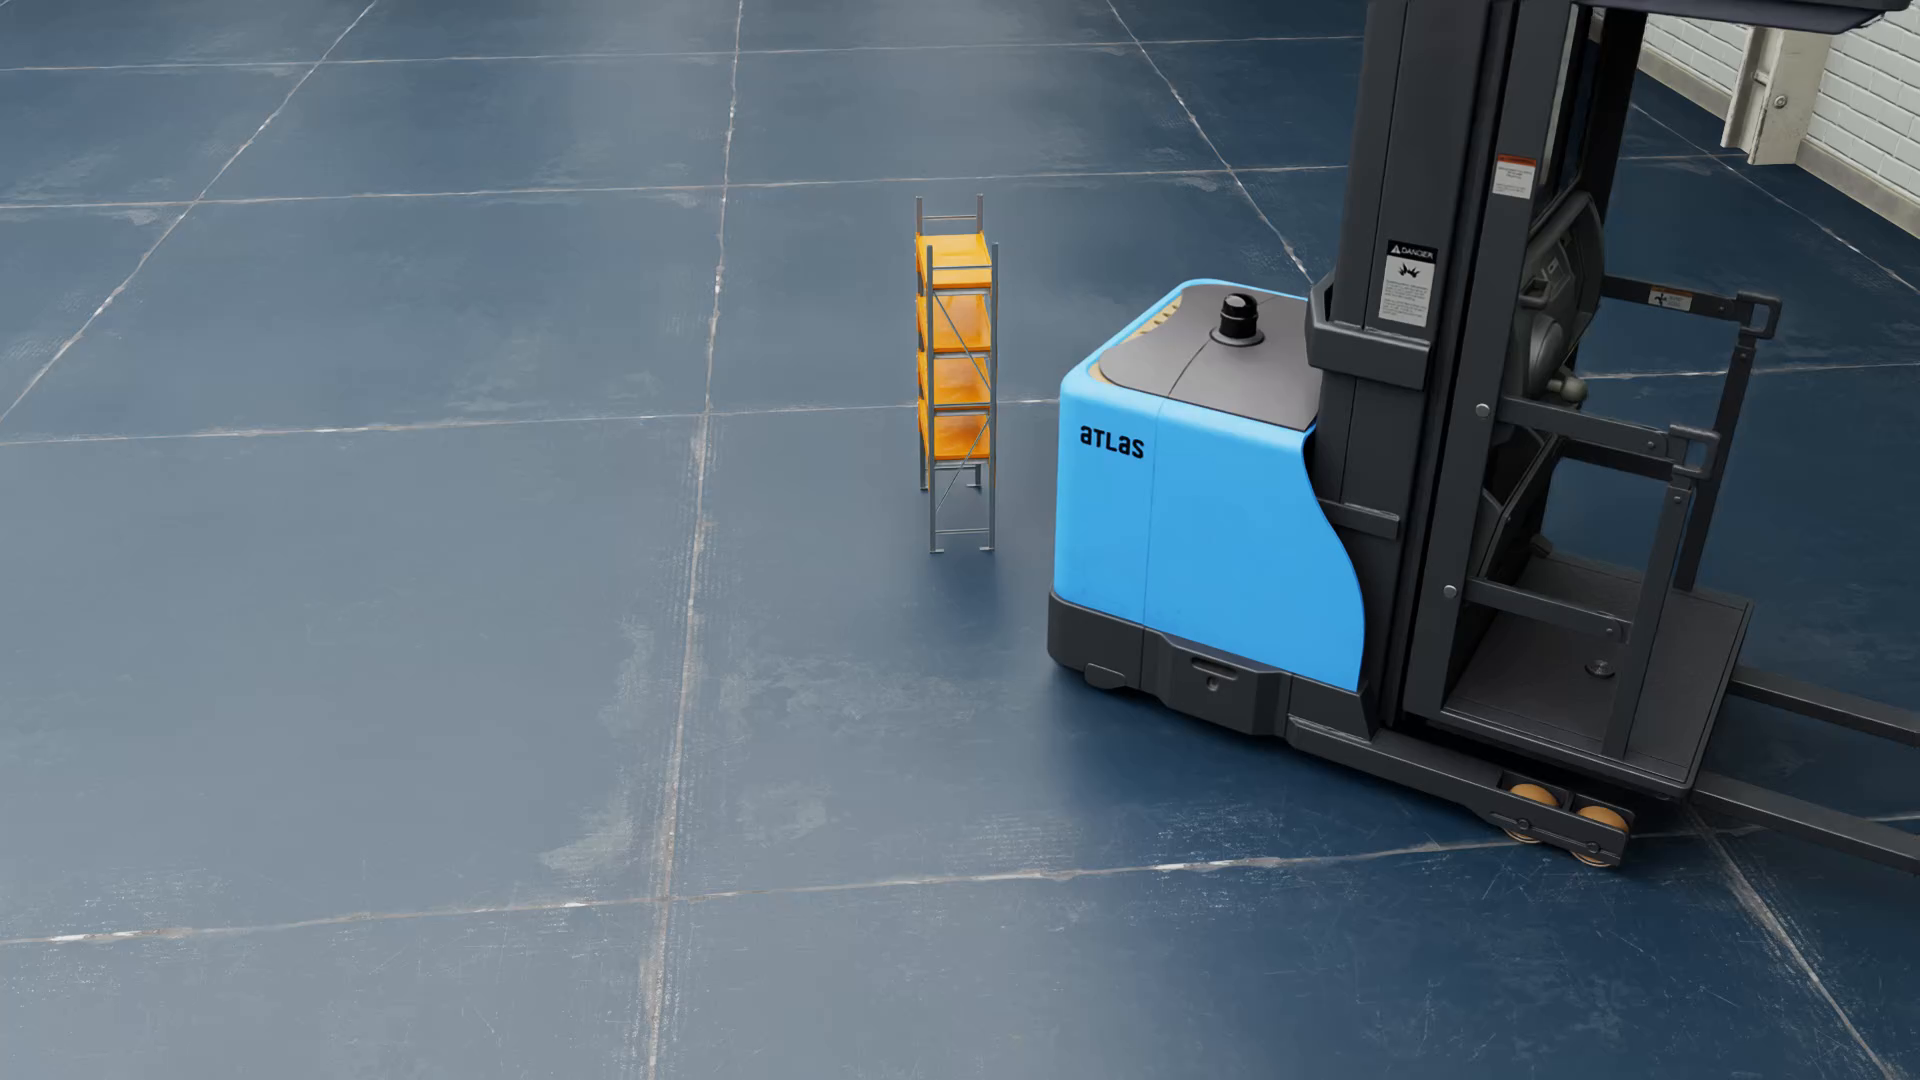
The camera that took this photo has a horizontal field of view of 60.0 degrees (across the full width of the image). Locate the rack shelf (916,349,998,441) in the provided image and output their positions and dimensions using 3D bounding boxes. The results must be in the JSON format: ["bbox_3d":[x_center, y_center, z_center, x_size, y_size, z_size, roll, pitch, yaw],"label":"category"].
[{"bbox_3d":[-0.015,-0.542,6.118,0.258,0.148,0.480,-3,31,-5],"label":"rack shelf"}]

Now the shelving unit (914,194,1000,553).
[{"bbox_3d":[-0.015,-0.600,6.084,0.258,1.200,0.503,-3,31,-5],"label":"shelving unit"}]

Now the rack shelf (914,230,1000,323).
[{"bbox_3d":[-0.015,-0.937,5.882,0.258,0.148,0.480,-3,31,-5],"label":"rack shelf"}]

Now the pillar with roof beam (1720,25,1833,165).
[{"bbox_3d":[0.630,-6.032,7.574,9.100,9.000,0.400,-3,31,-5],"label":"pillar with roof beam"}]

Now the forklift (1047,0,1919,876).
[{"bbox_3d":[1.817,-0.648,4.476,3.031,2.935,1.130,17,35,26],"label":"forklift"}]

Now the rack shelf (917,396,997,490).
[{"bbox_3d":[-0.015,-0.371,6.220,0.258,0.148,0.480,-3,31,-5],"label":"rack shelf"}]

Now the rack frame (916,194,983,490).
[{"bbox_3d":[-0.038,-0.724,6.292,0.240,1.200,0.015,-3,31,-5],"label":"rack frame"}]

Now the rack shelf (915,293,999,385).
[{"bbox_3d":[-0.015,-0.734,6.004,0.258,0.148,0.480,-3,31,-5],"label":"rack shelf"}]

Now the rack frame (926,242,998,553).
[{"bbox_3d":[0.007,-0.475,5.875,0.240,1.200,0.015,-3,31,-5],"label":"rack frame"}]
